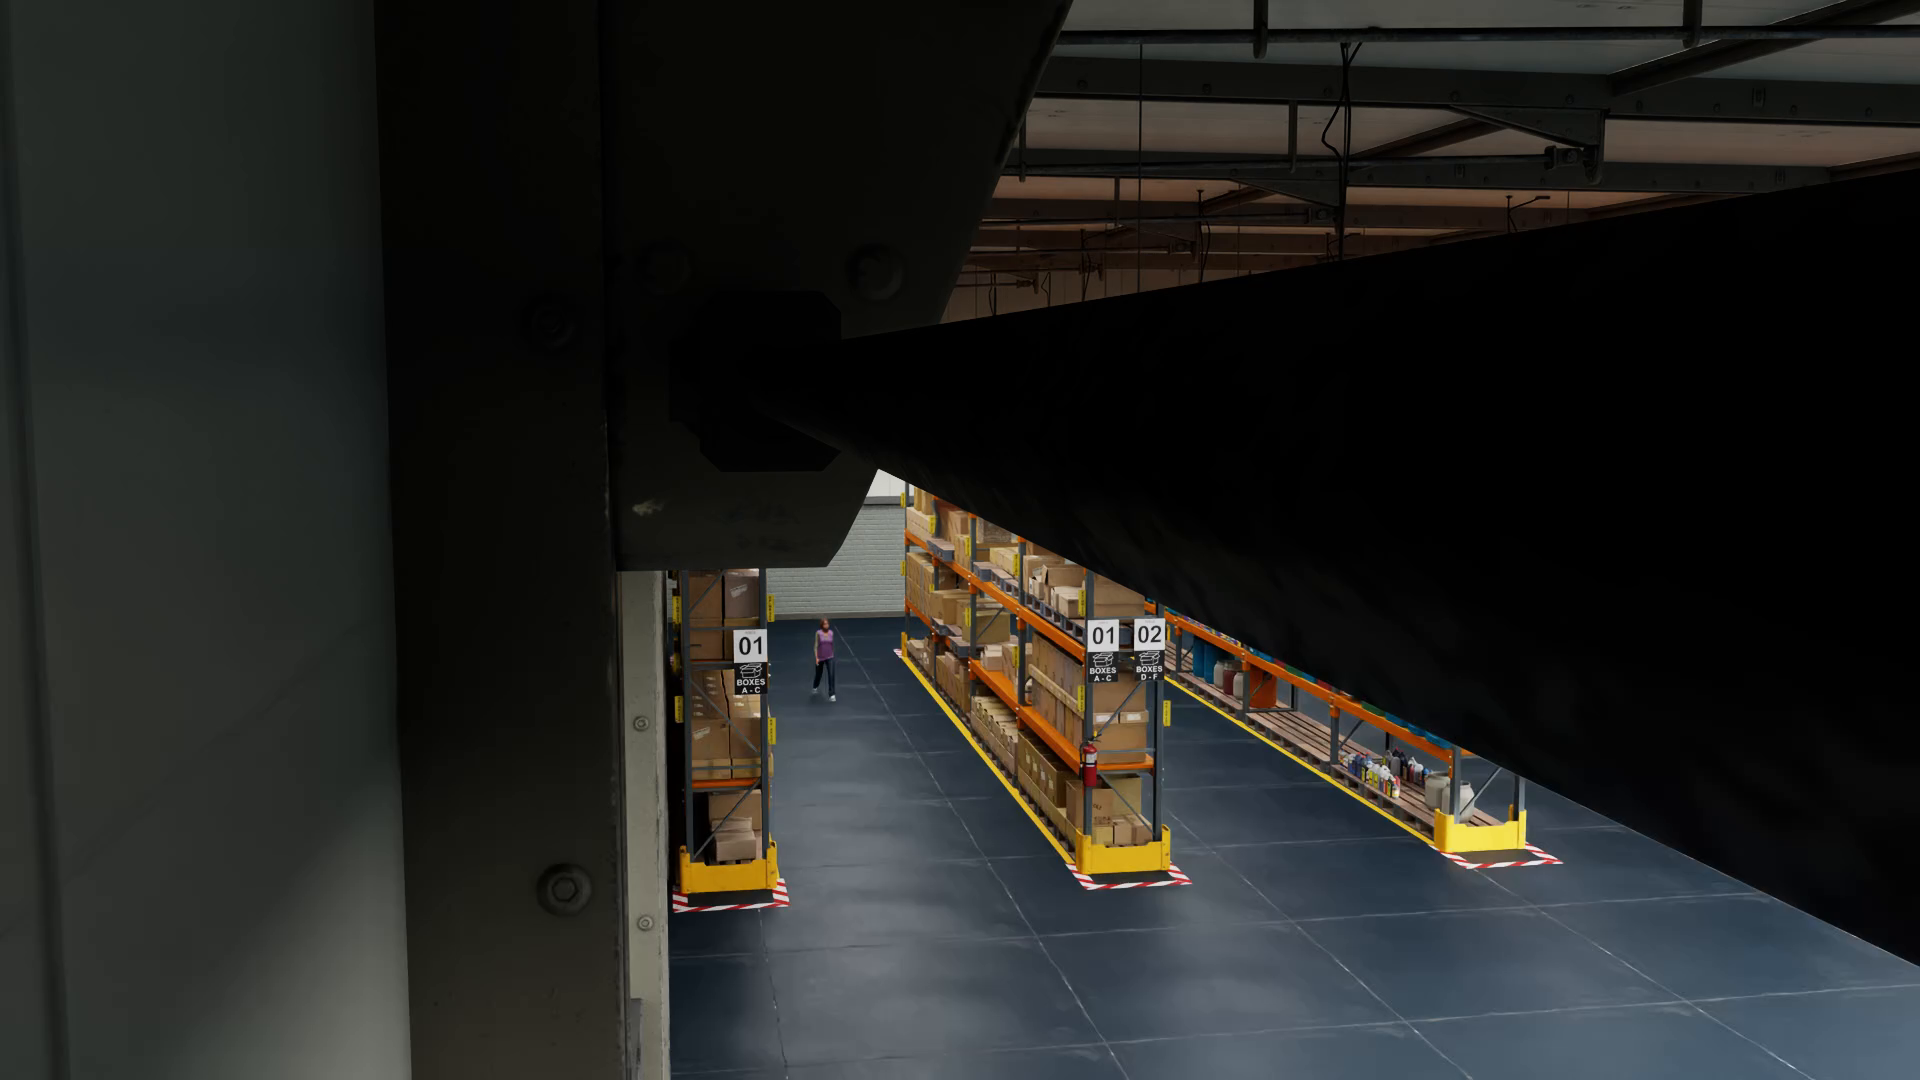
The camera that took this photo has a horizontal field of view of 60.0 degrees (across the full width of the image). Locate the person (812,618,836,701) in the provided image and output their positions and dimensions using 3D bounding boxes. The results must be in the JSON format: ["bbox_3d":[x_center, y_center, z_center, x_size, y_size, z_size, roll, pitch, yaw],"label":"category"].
[{"bbox_3d":[-2.586,2.253,31.719,0.435,1.545,0.919,-2,6,-18],"label":"person"}]
